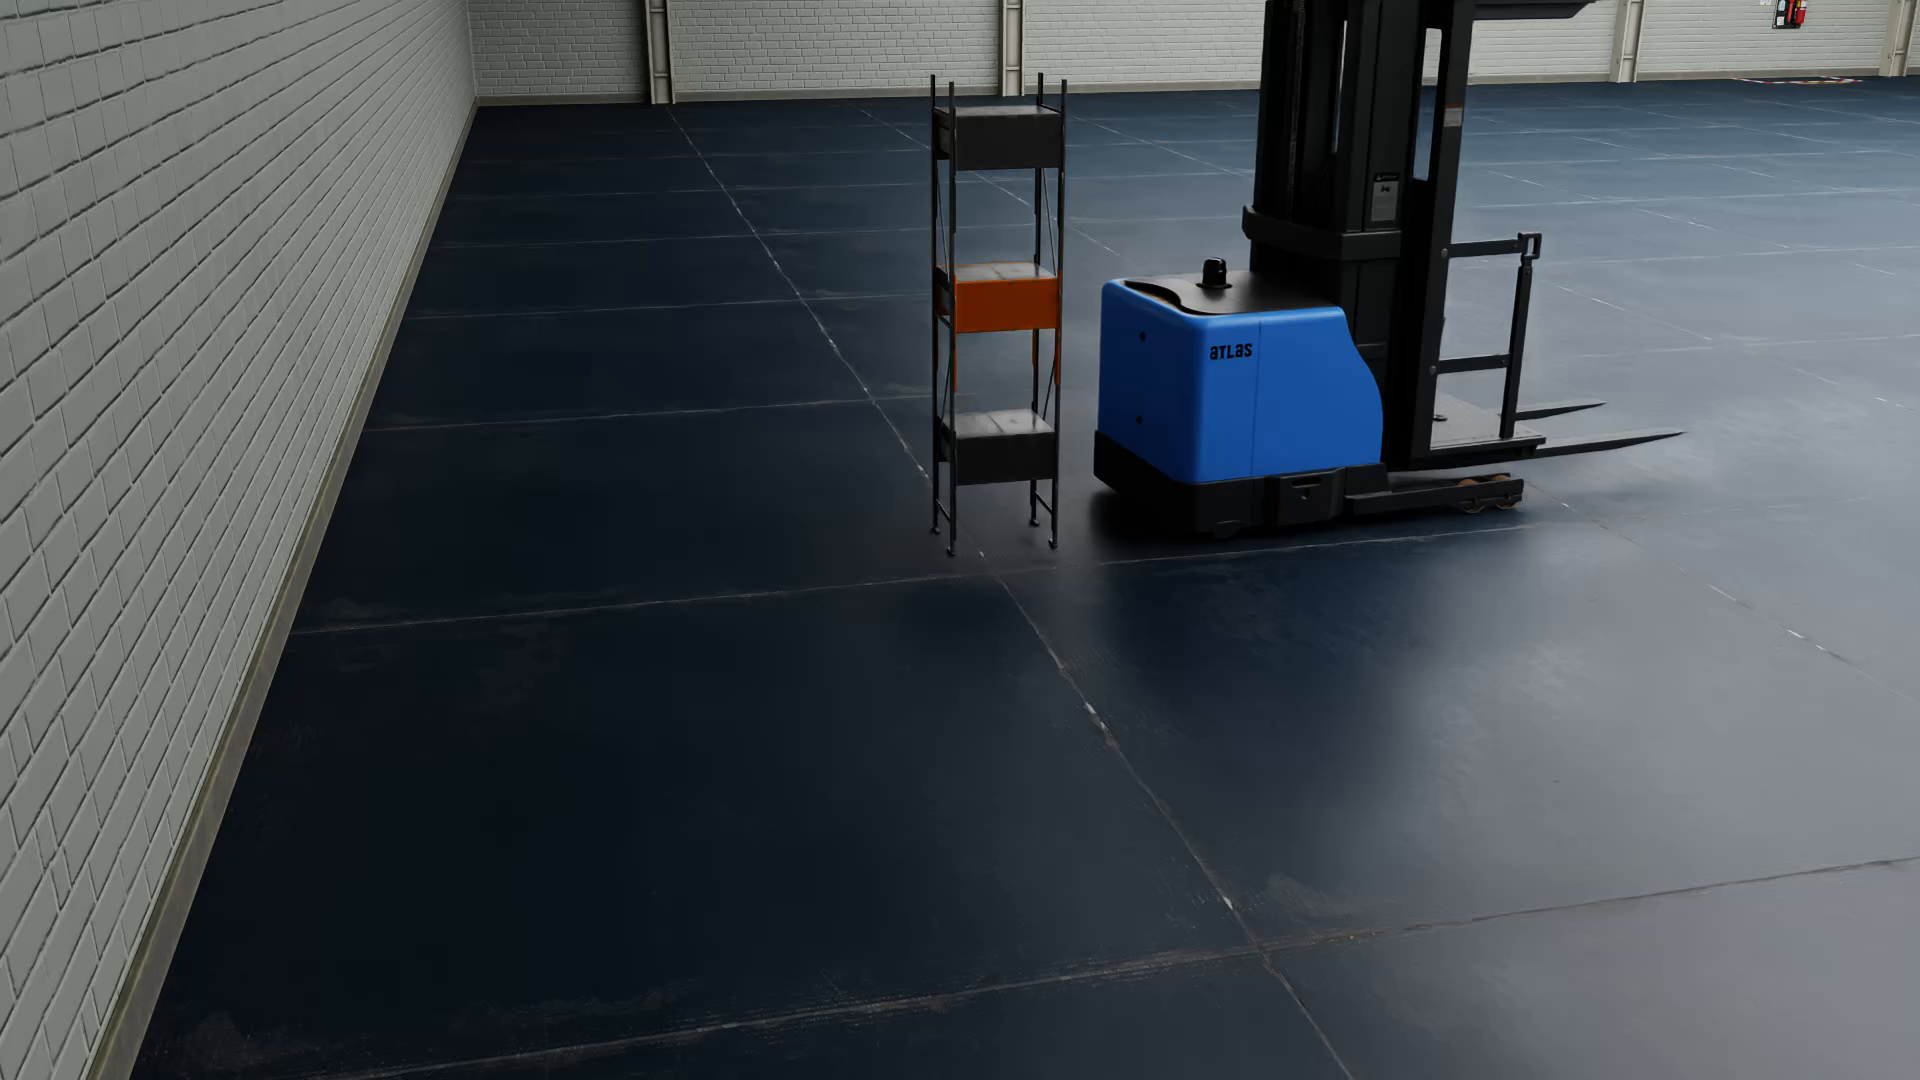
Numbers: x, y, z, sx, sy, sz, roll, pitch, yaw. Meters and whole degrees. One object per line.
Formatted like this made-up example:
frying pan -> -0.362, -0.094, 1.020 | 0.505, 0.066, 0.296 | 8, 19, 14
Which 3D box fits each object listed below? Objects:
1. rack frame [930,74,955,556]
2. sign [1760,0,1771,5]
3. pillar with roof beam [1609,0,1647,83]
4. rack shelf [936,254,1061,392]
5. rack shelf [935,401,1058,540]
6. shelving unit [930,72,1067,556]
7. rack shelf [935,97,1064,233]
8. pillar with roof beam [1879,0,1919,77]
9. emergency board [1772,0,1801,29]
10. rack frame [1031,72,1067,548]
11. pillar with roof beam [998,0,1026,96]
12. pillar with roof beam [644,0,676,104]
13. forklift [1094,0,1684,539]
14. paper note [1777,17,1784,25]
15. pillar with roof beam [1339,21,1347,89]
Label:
rack frame -> -0.076, -0.980, 7.436 | 0.015, 2.100, 0.400 | -5, 21, -12
sign -> 15.435, -10.411, 31.823 | 0.234, 0.329, 0.001 | -5, 21, -12
pillar with roof beam -> 13.562, -11.488, 26.092 | 0.400, 9.000, 9.100 | -5, 21, -12
rack shelf -> 0.161, -0.986, 7.494 | 0.480, 0.518, 0.431 | -5, 21, -12
rack shelf -> 0.161, -0.329, 7.735 | 0.480, 0.518, 0.431 | -5, 21, -12
shelving unit -> 0.161, -0.999, 7.489 | 0.503, 2.100, 0.431 | -5, 21, -12
rack shelf -> 0.161, -1.644, 7.253 | 0.480, 0.518, 0.431 | -5, 21, -12
pillar with roof beam -> 19.401, -11.962, 27.388 | 0.400, 9.000, 9.100 | -5, 21, -12
emergency board -> 15.984, -10.409, 31.870 | 0.626, 1.169, 0.157 | -5, 21, -12
rack frame -> 0.399, -1.018, 7.542 | 0.015, 2.100, 0.400 | -5, 21, -12
pillar with roof beam -> 1.884, -10.538, 23.499 | 0.400, 9.000, 9.100 | -5, 21, -12
pillar with roof beam -> -3.955, -10.063, 22.202 | 0.400, 9.000, 9.100 | -5, 21, -12
forklift -> 2.258, -1.670, 8.111 | 3.031, 2.935, 1.130 | -7, 21, -18
paper note -> 15.808, -9.999, 32.031 | 0.142, 0.148, 0.016 | -5, 21, -12
pillar with roof beam -> 7.723, -11.013, 24.795 | 0.400, 9.000, 9.100 | -5, 21, -12
